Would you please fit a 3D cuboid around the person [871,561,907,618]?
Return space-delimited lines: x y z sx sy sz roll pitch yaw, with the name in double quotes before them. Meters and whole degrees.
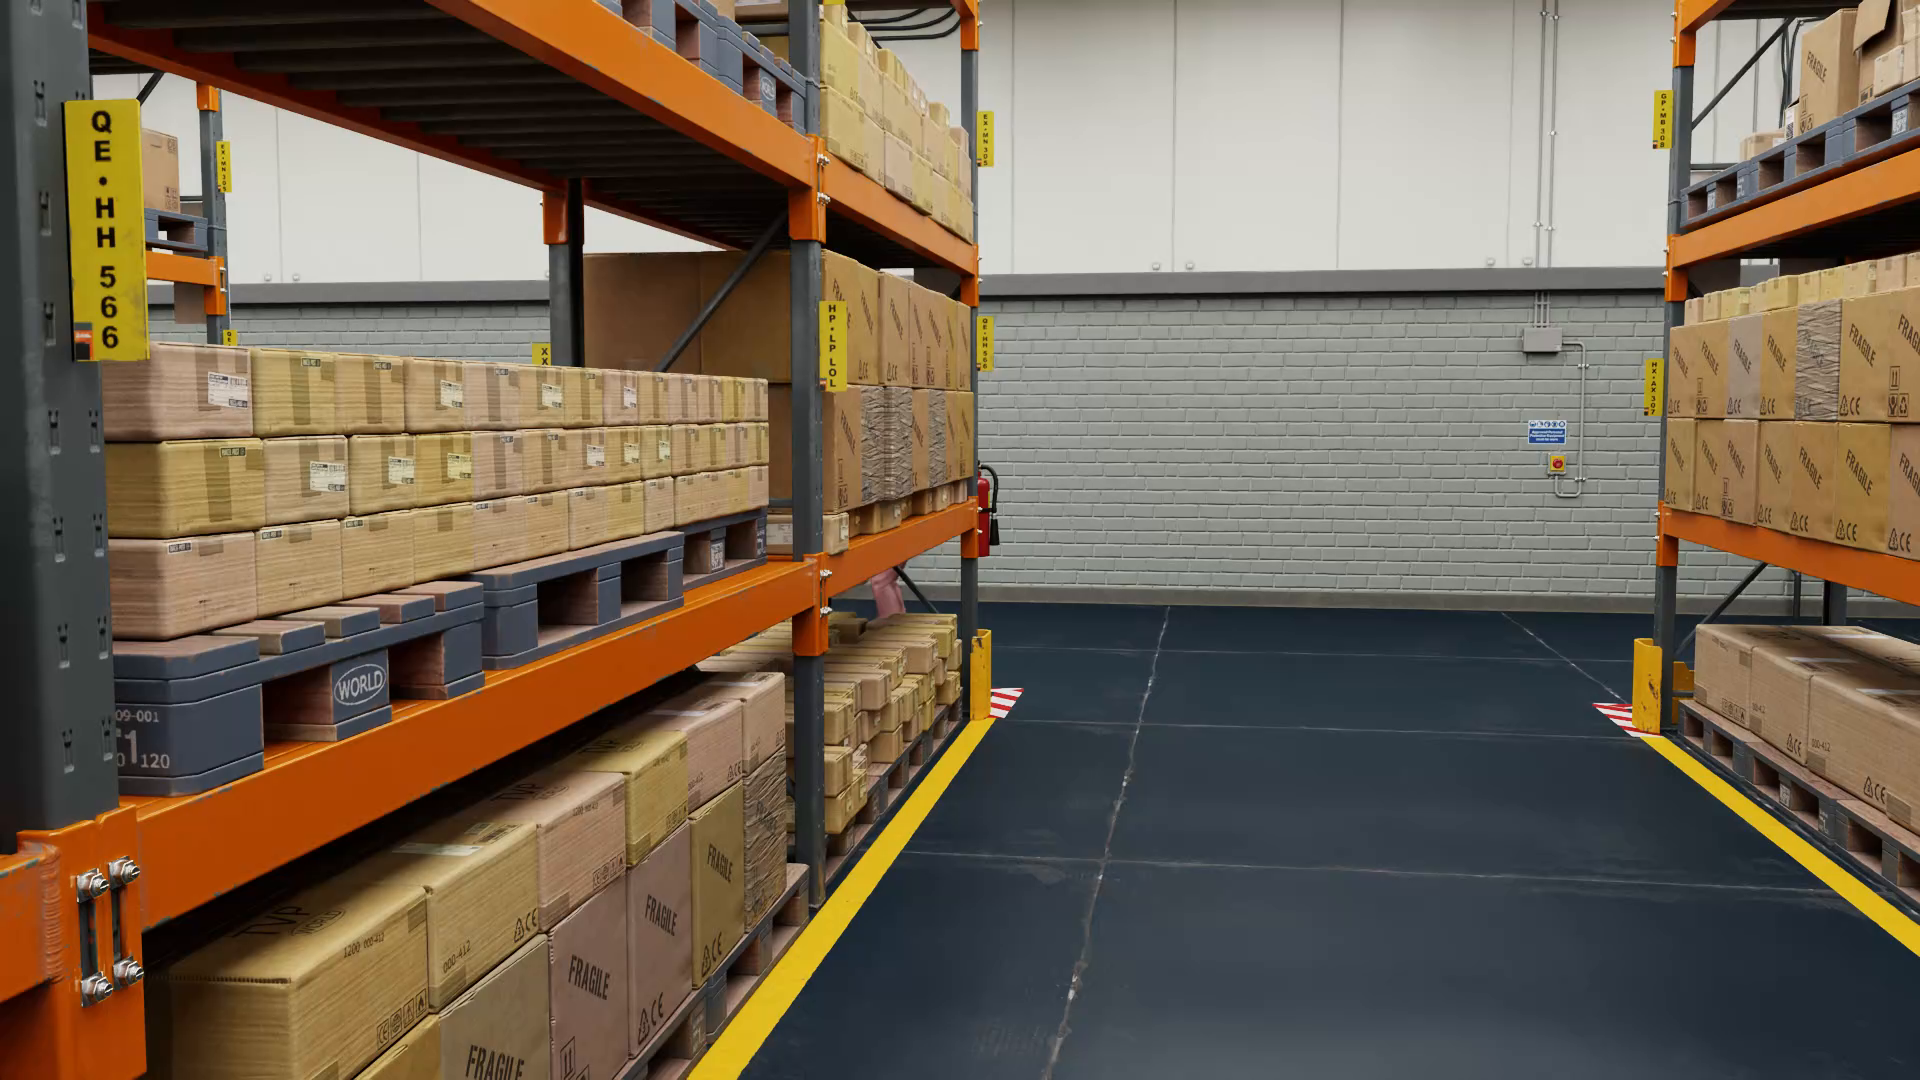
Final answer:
"person" -0.746 0.225 13.110 0.811 1.191 0.410 1 5 7
